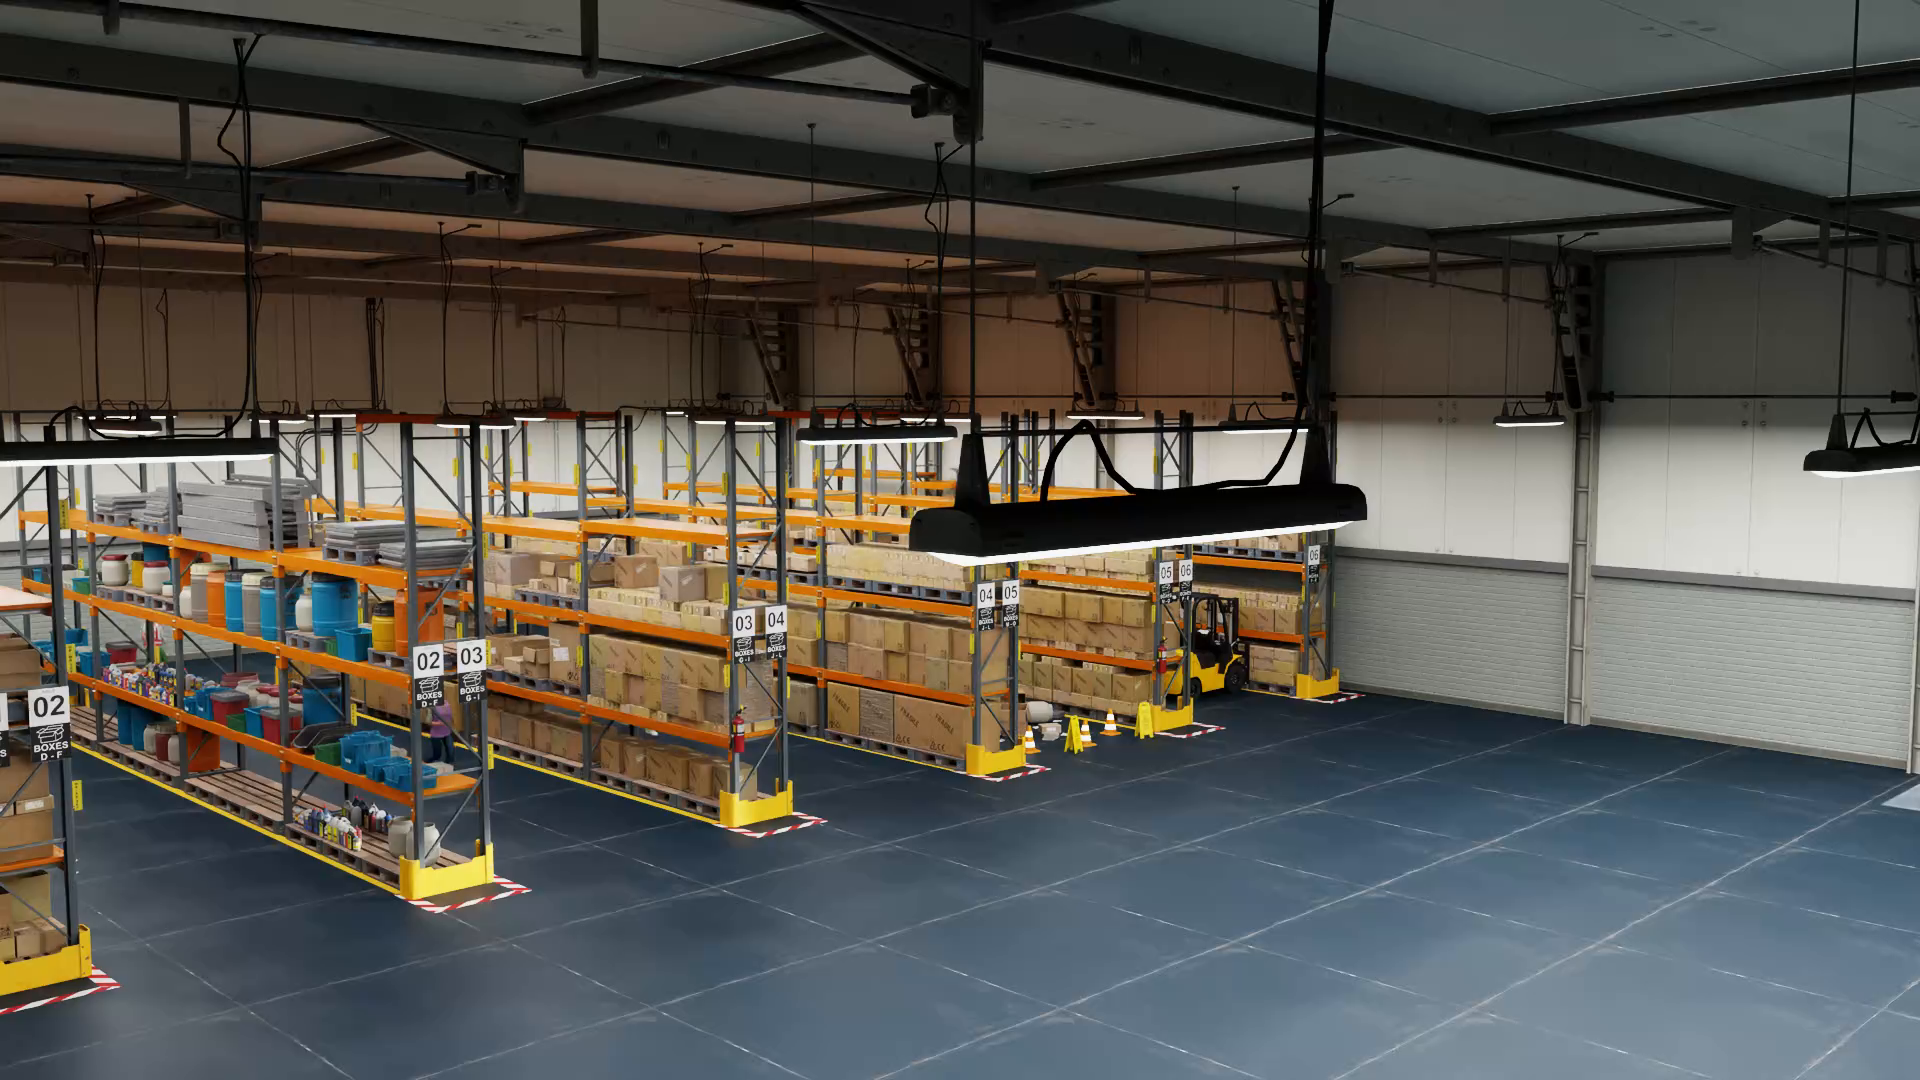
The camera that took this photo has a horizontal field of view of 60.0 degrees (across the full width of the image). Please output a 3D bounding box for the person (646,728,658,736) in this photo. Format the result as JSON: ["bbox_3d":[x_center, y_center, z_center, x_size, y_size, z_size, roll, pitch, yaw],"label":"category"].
[{"bbox_3d":[-5.919,2.821,31.203,0.711,1.650,0.576,3,6,34],"label":"person"}]

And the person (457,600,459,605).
[{"bbox_3d":[-11.348,2.181,37.865,0.695,1.742,0.536,-3,6,-31],"label":"person"}]

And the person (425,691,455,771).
[{"bbox_3d":[-8.431,3.195,26.963,0.875,1.585,0.536,4,6,39],"label":"person"}]

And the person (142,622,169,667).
[{"bbox_3d":[-17.502,2.361,36.036,0.603,1.761,0.805,-1,5,-13],"label":"person"}]
